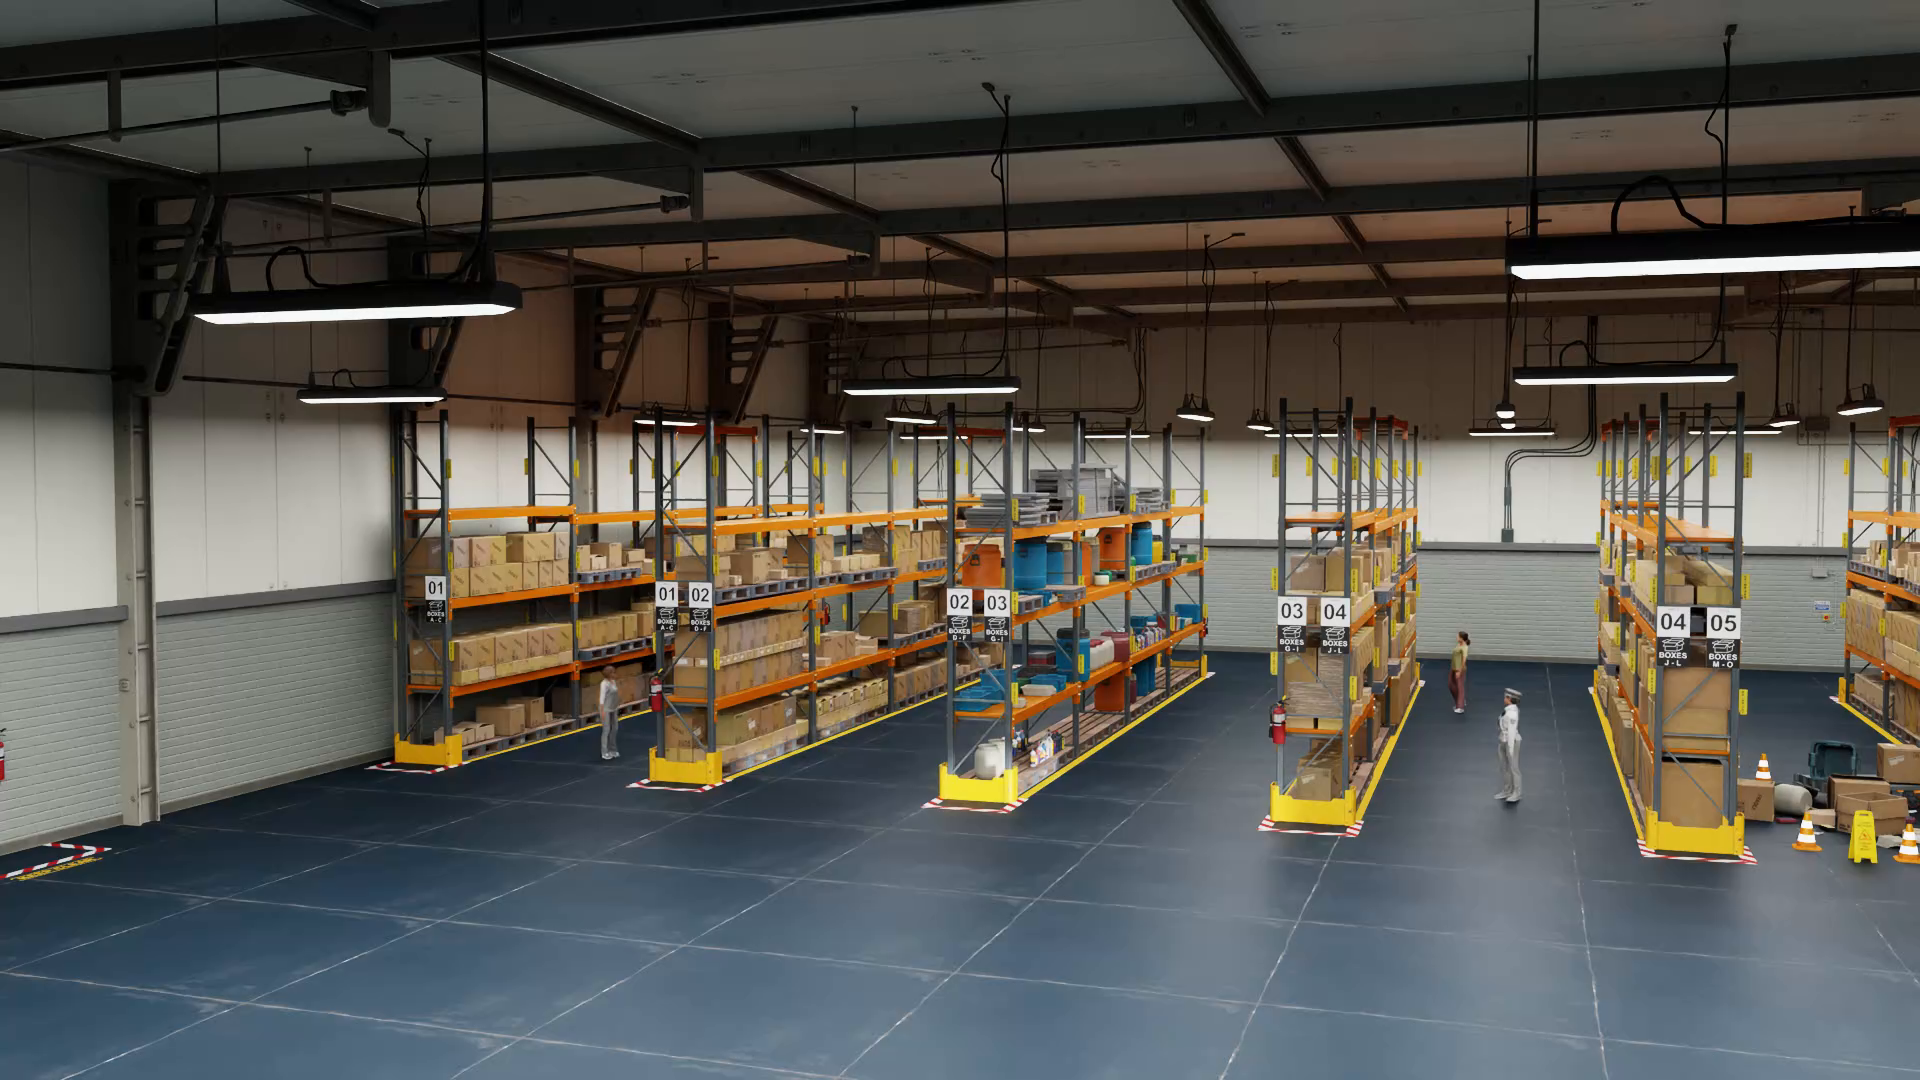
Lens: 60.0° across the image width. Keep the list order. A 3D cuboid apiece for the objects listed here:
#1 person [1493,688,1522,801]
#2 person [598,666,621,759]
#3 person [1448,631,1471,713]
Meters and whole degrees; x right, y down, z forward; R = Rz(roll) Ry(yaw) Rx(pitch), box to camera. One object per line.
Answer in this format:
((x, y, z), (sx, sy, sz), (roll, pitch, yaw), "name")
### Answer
((8.267, 3.086, 25.093), (0.393, 1.715, 0.549), (0, 2, -3), "person")
((-6.086, 3.002, 28.790), (0.332, 1.660, 0.505), (1, 3, 19), "person")
((10.264, 2.706, 34.205), (0.414, 1.682, 0.550), (0, 2, -9), "person")
